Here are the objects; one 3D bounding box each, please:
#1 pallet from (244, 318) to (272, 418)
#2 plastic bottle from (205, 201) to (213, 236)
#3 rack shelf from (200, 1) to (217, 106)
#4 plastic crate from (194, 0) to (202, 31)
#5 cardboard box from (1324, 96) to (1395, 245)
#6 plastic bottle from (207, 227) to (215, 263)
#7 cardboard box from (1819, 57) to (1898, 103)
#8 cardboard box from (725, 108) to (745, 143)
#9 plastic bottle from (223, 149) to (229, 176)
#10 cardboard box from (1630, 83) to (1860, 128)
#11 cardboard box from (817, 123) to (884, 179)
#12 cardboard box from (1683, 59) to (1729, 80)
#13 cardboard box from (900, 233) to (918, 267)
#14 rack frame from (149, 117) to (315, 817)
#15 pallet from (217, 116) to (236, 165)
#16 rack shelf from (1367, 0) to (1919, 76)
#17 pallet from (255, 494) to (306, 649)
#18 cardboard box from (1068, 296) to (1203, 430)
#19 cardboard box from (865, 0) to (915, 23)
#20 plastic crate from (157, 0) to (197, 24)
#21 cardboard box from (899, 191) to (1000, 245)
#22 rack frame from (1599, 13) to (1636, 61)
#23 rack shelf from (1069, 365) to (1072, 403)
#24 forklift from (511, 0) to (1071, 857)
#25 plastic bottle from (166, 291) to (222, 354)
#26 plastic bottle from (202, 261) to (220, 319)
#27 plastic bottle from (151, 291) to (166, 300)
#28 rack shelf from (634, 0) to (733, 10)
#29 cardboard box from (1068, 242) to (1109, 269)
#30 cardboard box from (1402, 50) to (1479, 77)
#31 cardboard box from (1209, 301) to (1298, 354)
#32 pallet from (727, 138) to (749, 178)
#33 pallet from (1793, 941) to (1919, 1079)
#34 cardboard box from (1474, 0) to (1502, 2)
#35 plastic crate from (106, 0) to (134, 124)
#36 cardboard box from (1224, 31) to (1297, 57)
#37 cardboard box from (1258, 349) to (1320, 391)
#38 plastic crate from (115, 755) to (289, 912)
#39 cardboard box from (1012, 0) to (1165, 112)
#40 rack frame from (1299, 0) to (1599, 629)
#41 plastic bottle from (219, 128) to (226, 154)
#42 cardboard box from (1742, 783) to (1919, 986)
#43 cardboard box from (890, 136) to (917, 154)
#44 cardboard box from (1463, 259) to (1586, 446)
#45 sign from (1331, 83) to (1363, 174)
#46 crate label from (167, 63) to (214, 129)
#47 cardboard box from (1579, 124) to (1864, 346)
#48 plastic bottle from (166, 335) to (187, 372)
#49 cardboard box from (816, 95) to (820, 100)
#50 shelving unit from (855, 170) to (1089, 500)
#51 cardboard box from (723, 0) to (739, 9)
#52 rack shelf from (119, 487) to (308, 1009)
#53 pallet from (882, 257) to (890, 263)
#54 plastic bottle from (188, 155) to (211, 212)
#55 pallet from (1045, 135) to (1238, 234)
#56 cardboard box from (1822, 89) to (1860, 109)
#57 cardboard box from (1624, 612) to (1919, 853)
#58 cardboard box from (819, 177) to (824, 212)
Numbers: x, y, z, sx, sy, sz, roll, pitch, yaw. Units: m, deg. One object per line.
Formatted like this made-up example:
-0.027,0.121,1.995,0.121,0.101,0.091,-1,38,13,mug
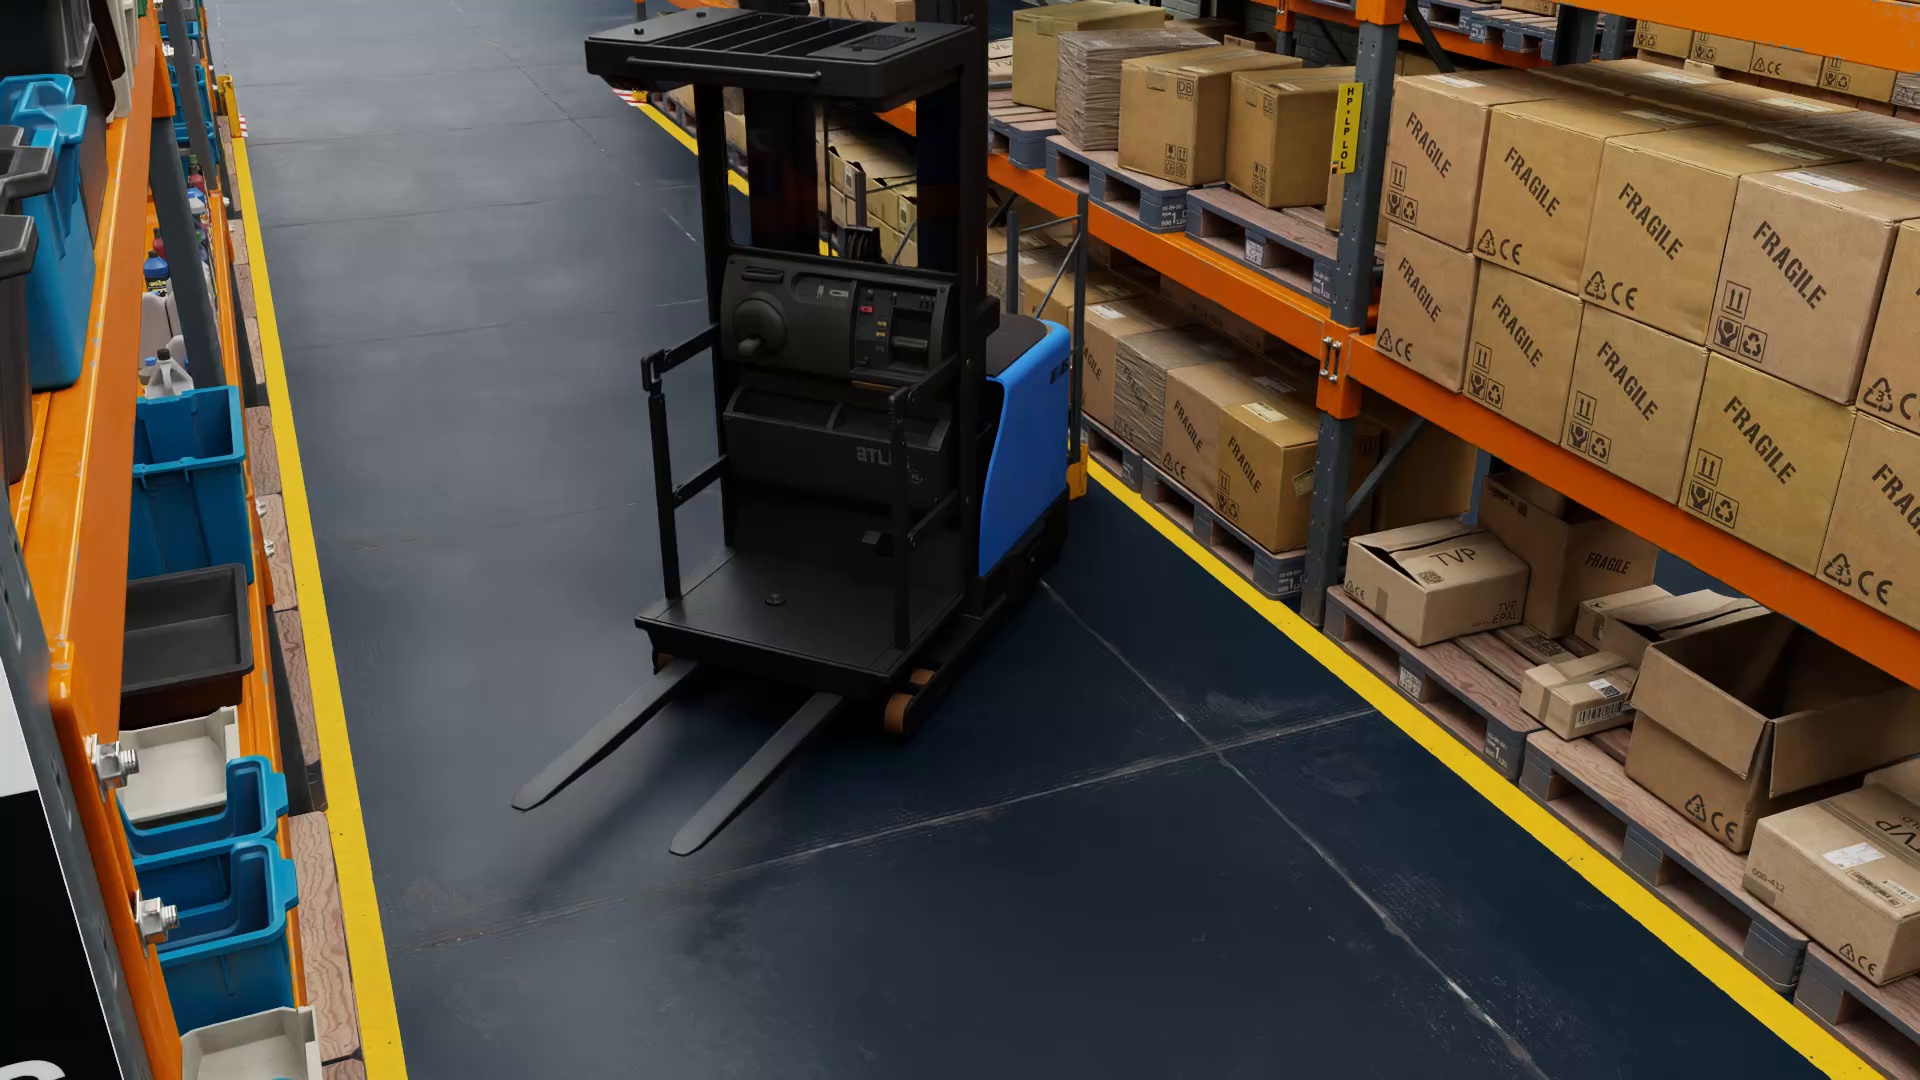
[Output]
-4.465,-0.916,9.385,1.003,0.211,1.213,-11,28,-21,pallet
-3.489,-1.488,7.606,0.097,0.201,0.097,0,26,0,plastic bottle
-6.547,-3.949,13.238,1.077,0.370,4.000,-11,28,-21,rack shelf
-6.035,-3.966,12.695,0.450,0.188,0.662,-11,28,-21,plastic crate
1.949,-1.548,6.908,0.700,0.500,0.500,-22,34,-37,cardboard box
-3.299,-1.292,7.203,0.097,0.201,0.097,0,26,0,plastic bottle
5.474,-2.877,9.748,0.500,0.500,0.500,-10,28,-19,cardboard box
-1.774,-3.620,14.401,0.500,0.250,0.500,-11,28,-21,cardboard box
-5.798,-2.989,13.047,0.061,0.283,0.133,-9,28,-18,plastic bottle
2.568,-1.213,5.561,0.500,0.500,0.500,-11,28,-22,cardboard box
-0.877,-2.898,12.282,0.500,0.311,0.500,-12,28,-22,cardboard box
4.951,-3.050,10.842,0.380,0.149,0.250,-10,28,-19,cardboard box
-0.068,-1.823,10.720,0.500,0.250,0.500,-10,28,-19,cardboard box
-2.631,-0.235,4.812,1.000,3.000,0.127,-11,28,-21,rack frame
-6.944,-3.475,14.626,1.003,0.211,1.213,-11,28,-21,pallet
2.712,-1.302,4.398,1.077,0.370,4.000,-11,28,-21,rack shelf
-3.376,0.206,7.087,1.003,0.211,1.213,-11,28,-21,pallet
0.888,-0.917,8.557,0.500,0.500,0.500,-12,28,-22,cardboard box
-0.310,-3.419,11.219,0.500,0.500,0.500,-12,29,-23,cardboard box
-5.292,-3.350,11.120,0.402,0.464,0.583,-11,28,-21,plastic crate
-0.070,-2.073,10.594,0.500,0.311,0.500,-10,28,-19,cardboard box
4.919,-3.552,11.606,1.000,3.000,0.127,-11,28,-21,rack frame
0.043,-0.831,8.152,0.538,0.185,1.000,-23,34,-39,rack shelf
-0.559,-0.793,6.034,1.130,2.935,3.031,11,28,21,forklift
-2.824,-0.805,6.122,0.152,0.276,0.135,-11,28,-21,plastic bottle
-2.973,-0.988,6.500,0.097,0.271,0.097,0,26,0,plastic bottle
-3.022,-0.836,6.271,0.097,0.201,0.097,0,26,0,plastic bottle
-1.988,-4.798,14.978,1.077,0.370,4.000,-11,28,-21,rack shelf
0.944,-1.436,9.621,0.500,0.500,0.500,-9,28,-19,cardboard box
4.039,-3.897,13.806,0.500,0.250,0.500,-11,28,-22,cardboard box
1.572,-1.137,8.152,0.500,0.250,0.500,-11,28,-20,cardboard box
-1.477,-3.389,14.451,1.003,0.211,1.213,-11,28,-21,pallet
3.152,1.431,4.578,1.003,0.211,1.213,-11,28,-21,pallet
4.217,-4.482,12.895,0.700,0.500,0.500,-11,28,-21,cardboard box
-1.648,-0.862,2.814,0.437,0.282,0.530,-11,28,-21,plastic crate
2.909,-4.653,16.209,0.500,0.500,0.500,-13,29,-24,cardboard box
1.744,-0.609,7.927,0.500,0.500,0.500,-10,28,-20,cardboard box
-1.491,0.619,3.185,0.416,0.233,0.300,-11,28,-21,plastic crate
0.712,-2.698,9.264,0.700,0.500,0.500,-22,34,-37,cardboard box
1.929,-1.084,6.552,1.000,3.000,0.127,-11,28,-21,rack frame
-6.134,-3.280,13.653,0.152,0.276,0.135,-10,28,-20,plastic bottle
2.711,1.002,4.910,0.500,0.250,0.500,-11,28,-21,cardboard box
-0.186,-2.791,12.063,0.500,0.311,0.500,-11,28,-21,cardboard box
2.081,-0.671,5.591,0.500,0.500,0.500,-10,28,-20,cardboard box
1.419,-1.508,6.100,0.100,0.325,0.005,-11,28,-21,sign
-4.337,-2.313,9.028,0.502,0.435,0.616,-11,28,-21,crate label
2.257,-0.924,4.971,0.500,0.500,0.500,-11,28,-22,cardboard box
-2.605,-0.579,5.659,0.152,0.276,0.135,-11,28,-21,plastic bottle
-1.098,-3.845,14.007,0.500,0.500,0.500,-11,28,-21,cardboard box
0.049,-0.990,8.067,0.587,1.500,1.083,-23,34,-39,shelving unit
-1.597,-4.749,13.943,0.700,0.500,0.500,-11,28,-21,cardboard box
-1.847,0.896,3.316,1.077,0.370,4.000,-11,28,-21,rack shelf
0.076,-1.785,11.166,1.003,0.211,1.213,-11,28,-21,pallet
-3.646,-1.707,7.961,0.061,0.283,0.133,-11,28,-21,plastic bottle
1.128,-1.829,8.295,1.003,0.211,1.213,-11,28,-21,pallet
5.445,-2.658,10.038,0.380,0.149,0.250,-10,28,-20,cardboard box
2.669,0.597,5.452,0.797,0.503,0.637,-11,28,-21,cardboard box
-0.870,-2.646,12.407,0.500,0.250,0.500,-11,28,-22,cardboard box
